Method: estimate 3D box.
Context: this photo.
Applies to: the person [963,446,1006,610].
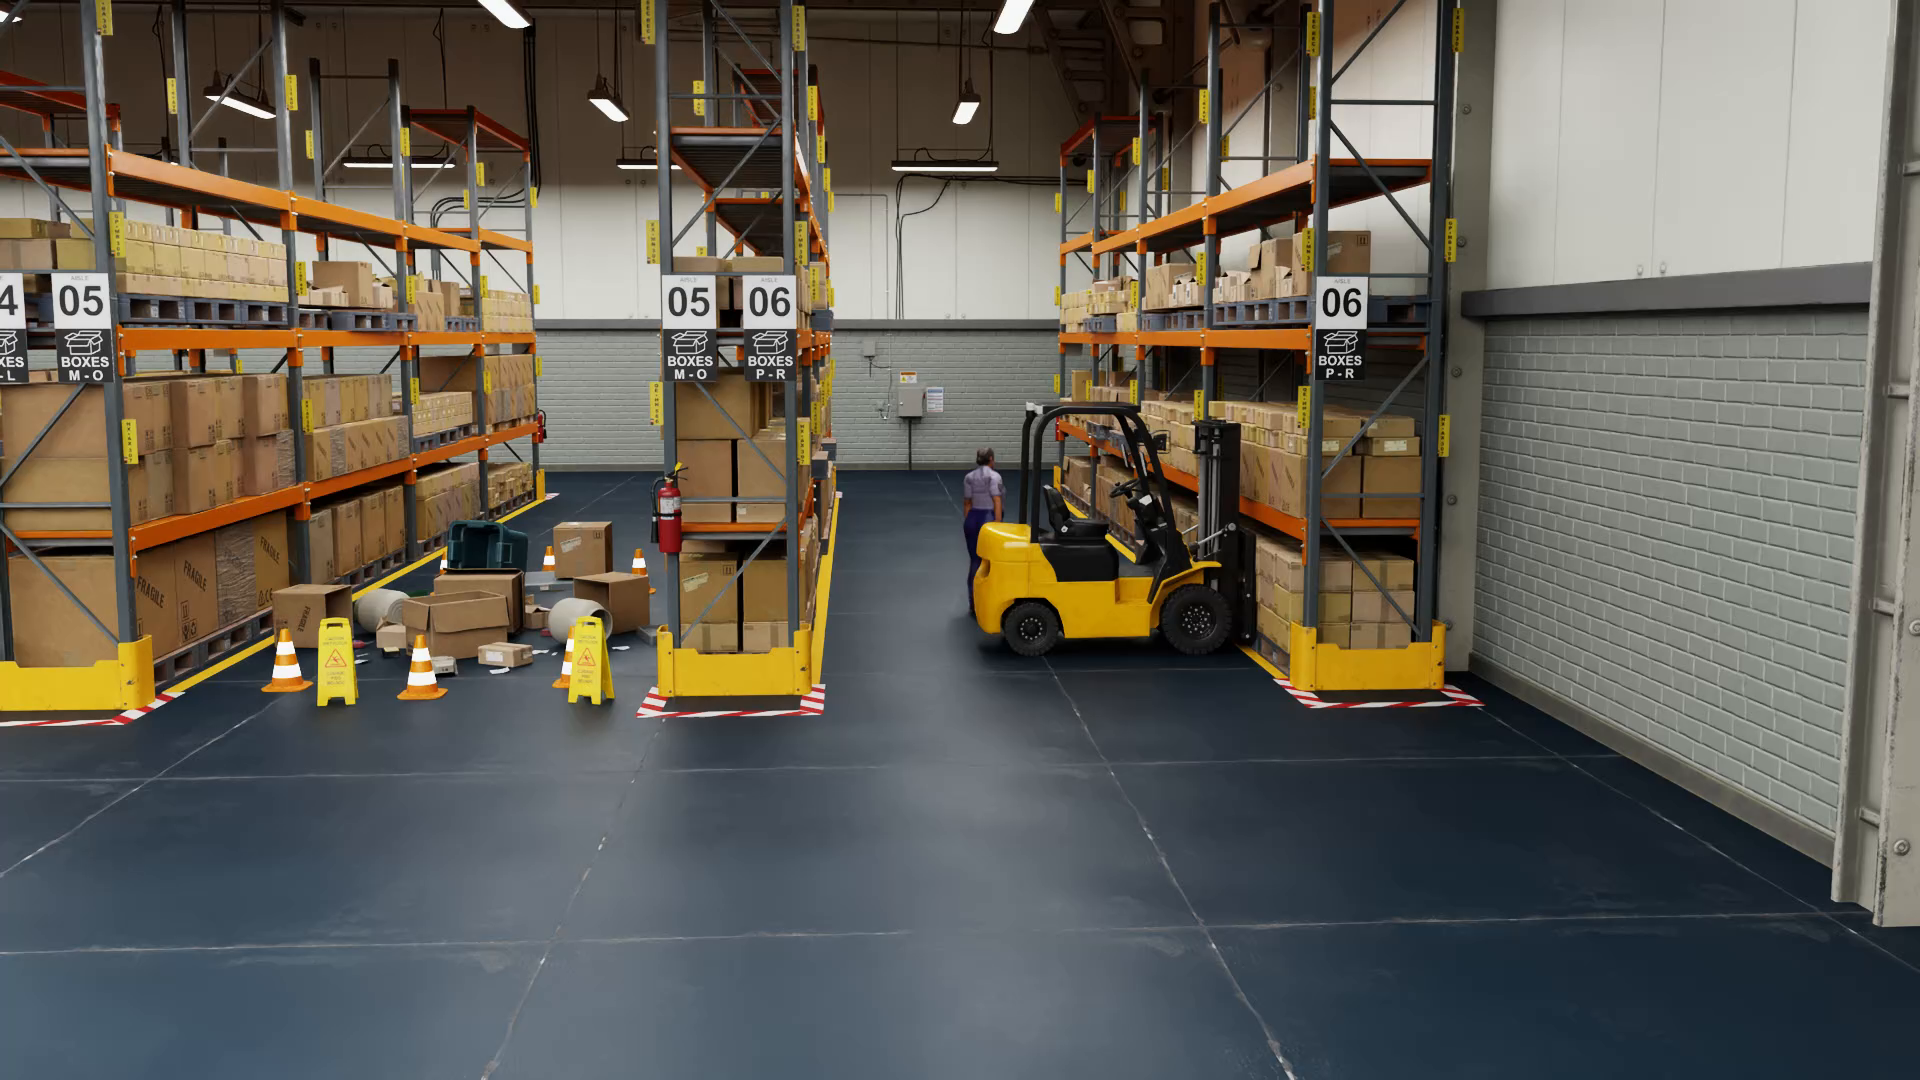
[{"bbox_3d":[0.223,-0.097,16.629,0.522,1.619,0.477,5,9,37],"label":"person"}]
